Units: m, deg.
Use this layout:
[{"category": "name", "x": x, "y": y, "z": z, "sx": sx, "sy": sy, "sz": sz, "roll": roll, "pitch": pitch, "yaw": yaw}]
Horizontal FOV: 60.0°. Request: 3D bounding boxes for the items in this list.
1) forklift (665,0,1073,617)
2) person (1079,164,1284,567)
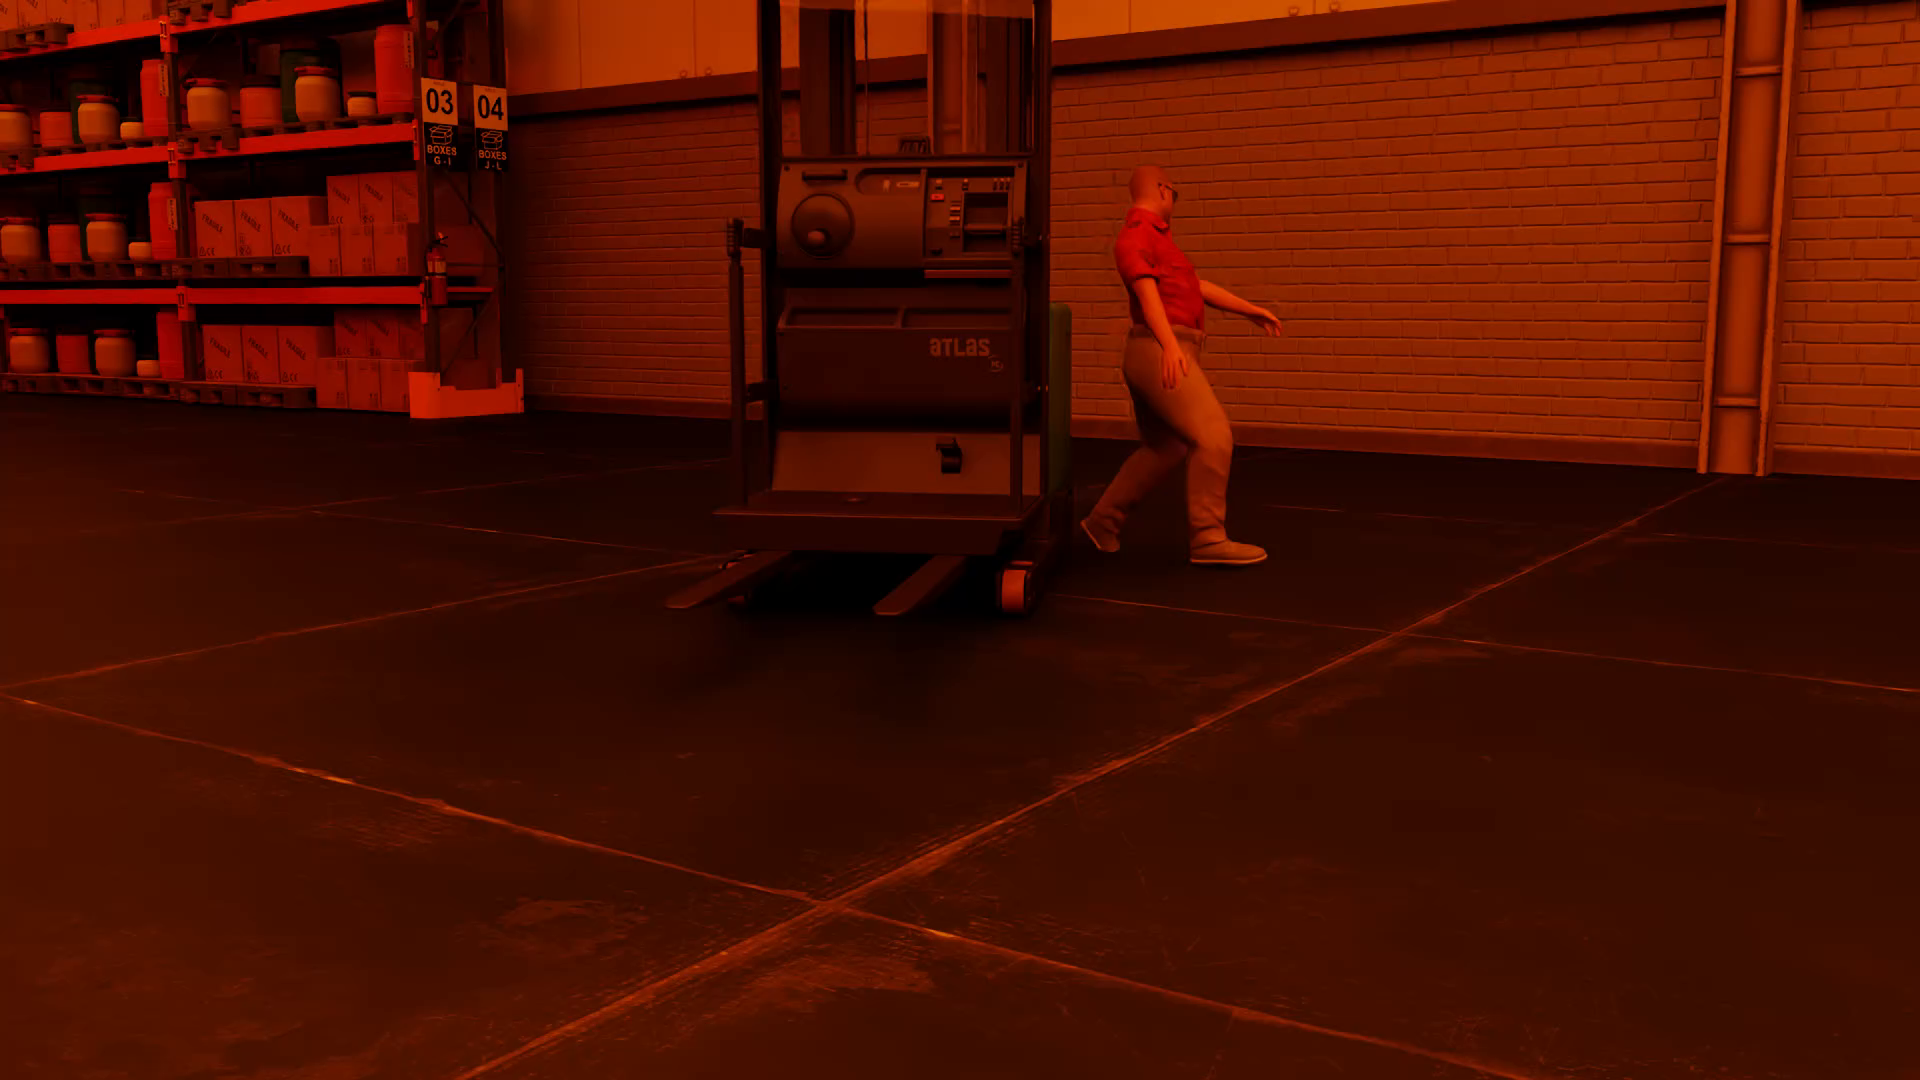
[{"category": "forklift", "x": -0.250, "y": -1.243, "z": 5.933, "sx": 1.130, "sy": 2.935, "sz": 3.031, "roll": 1, "pitch": 8, "yaw": 9}, {"category": "person", "x": 0.907, "y": -0.674, "z": 6.879, "sx": 0.865, "sy": 1.748, "sz": 0.866, "roll": 1, "pitch": 8, "yaw": 9}]
